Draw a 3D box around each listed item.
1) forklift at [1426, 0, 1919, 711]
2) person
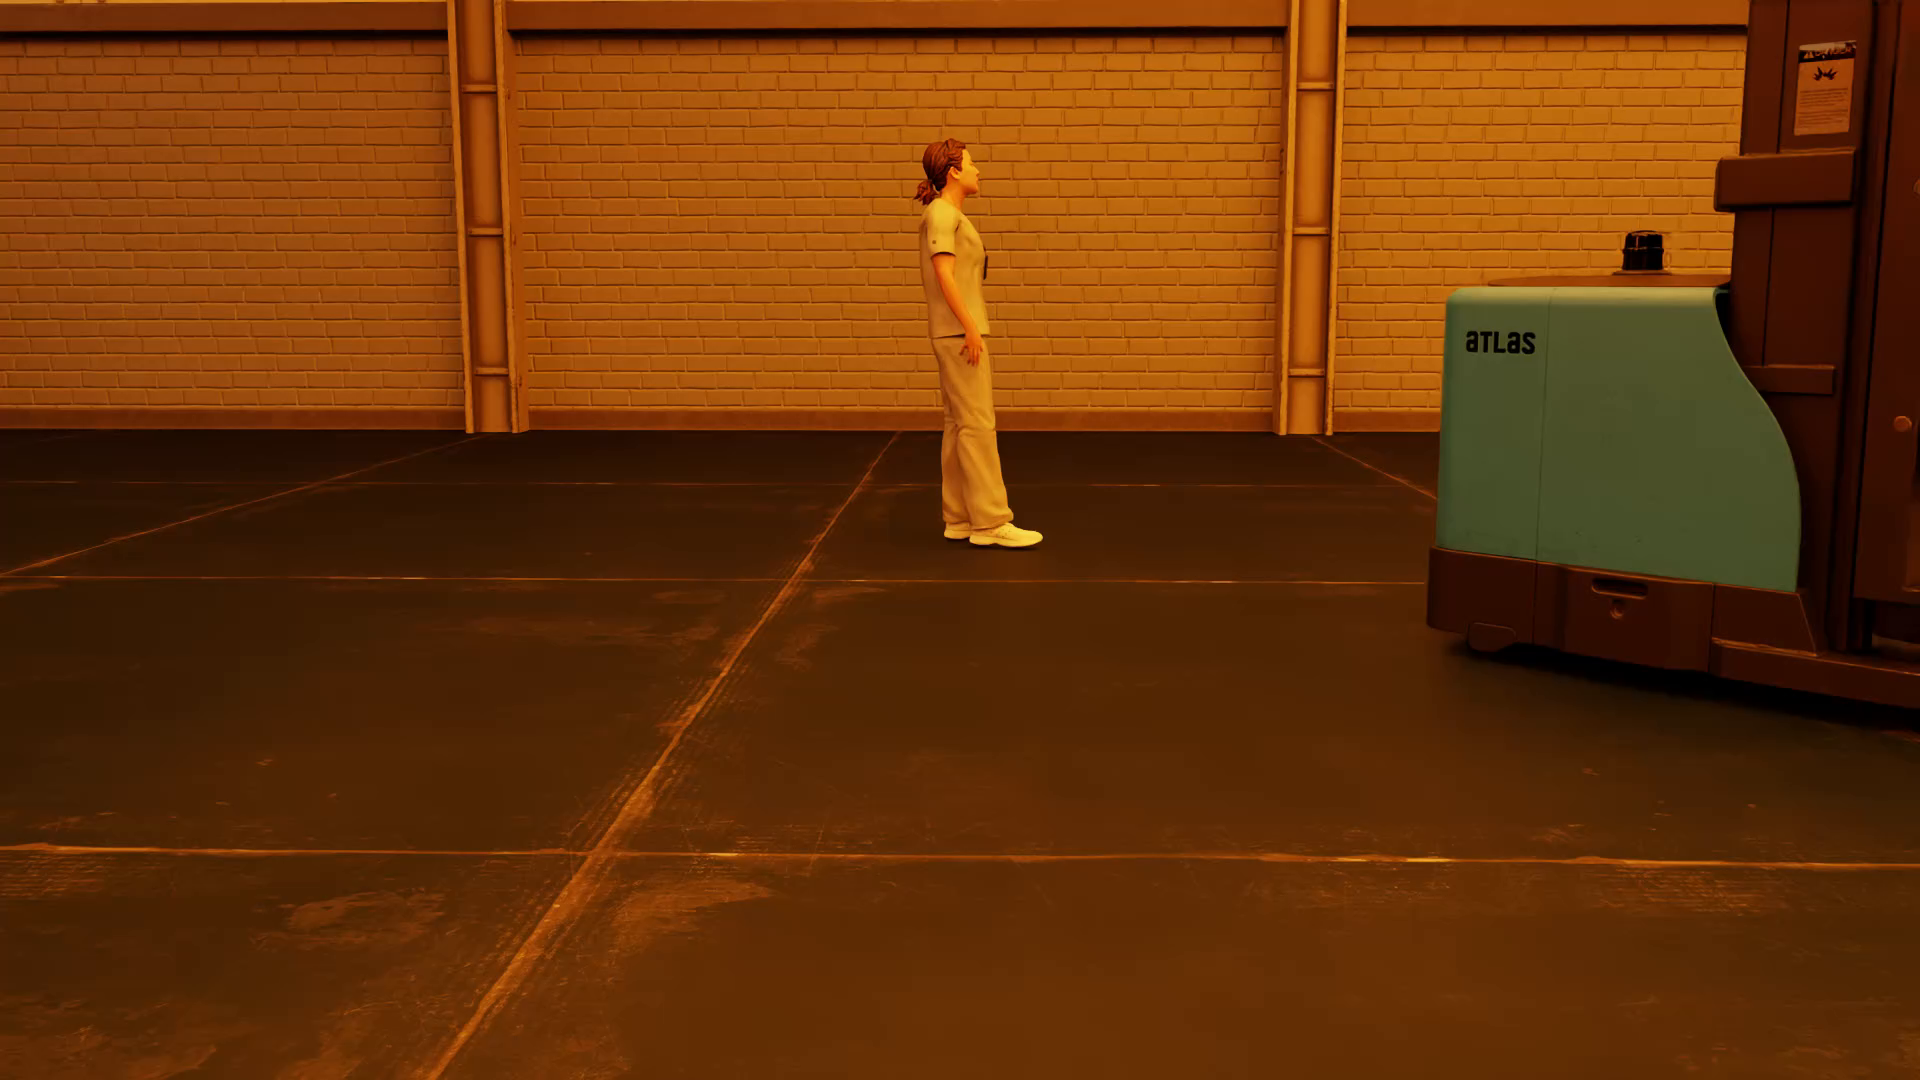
[{"bbox_3d":[2.786,-1.013,4.050,1.130,2.935,3.031,-8,12,-44],"label":"forklift"},{"bbox_3d":[0.073,-0.833,6.985,0.549,1.675,0.550,0,9,1],"label":"person"}]
